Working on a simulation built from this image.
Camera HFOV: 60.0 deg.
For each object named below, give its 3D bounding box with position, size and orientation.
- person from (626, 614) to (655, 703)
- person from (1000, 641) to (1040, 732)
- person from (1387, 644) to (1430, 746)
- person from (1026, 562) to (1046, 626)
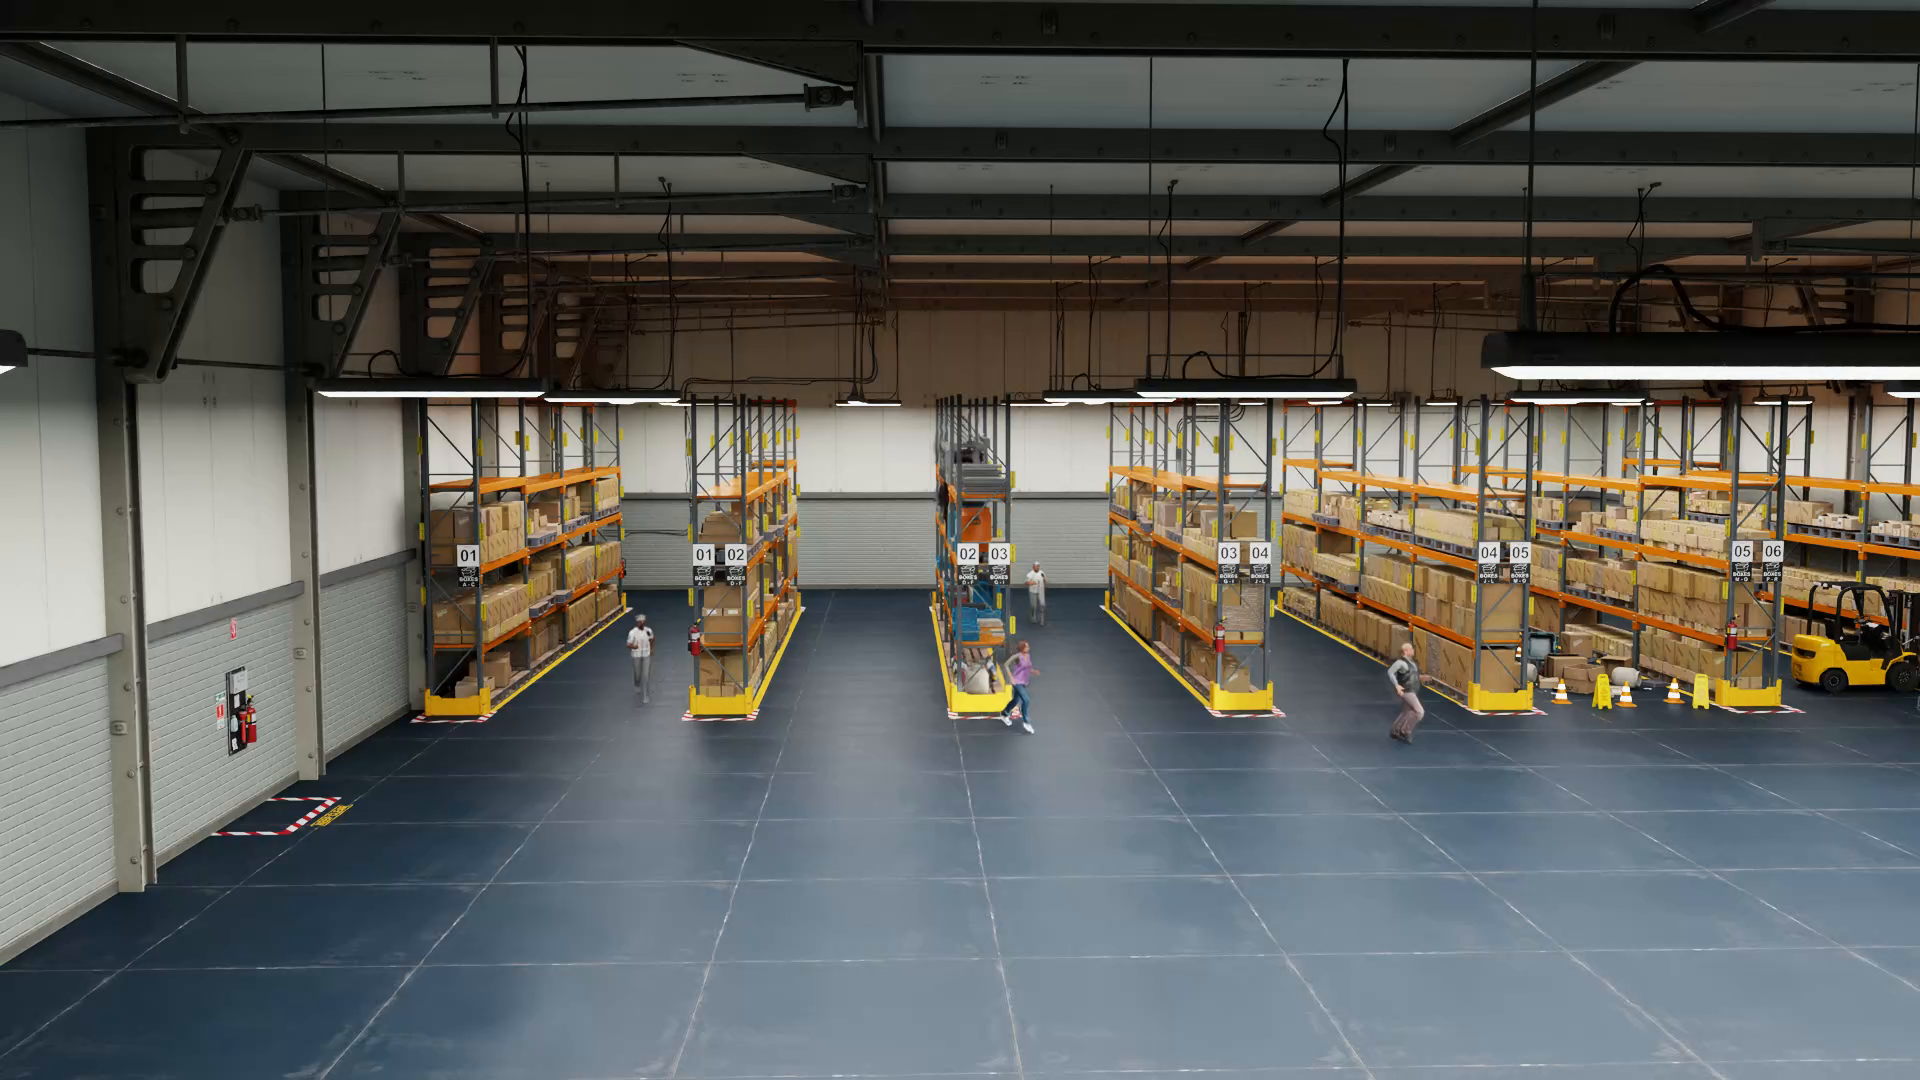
[{"bbox_3d":[-6.247,2.295,32.617,0.579,1.699,0.923,-1,5,-17],"label":"person"},{"bbox_3d":[1.048,2.592,29.714,0.830,1.625,0.472,3,5,33],"label":"person"},{"bbox_3d":[7.668,2.632,28.404,0.703,1.726,0.630,3,5,33],"label":"person"},{"bbox_3d":[2.034,1.431,44.199,0.583,1.726,0.746,-1,5,-8],"label":"person"}]
